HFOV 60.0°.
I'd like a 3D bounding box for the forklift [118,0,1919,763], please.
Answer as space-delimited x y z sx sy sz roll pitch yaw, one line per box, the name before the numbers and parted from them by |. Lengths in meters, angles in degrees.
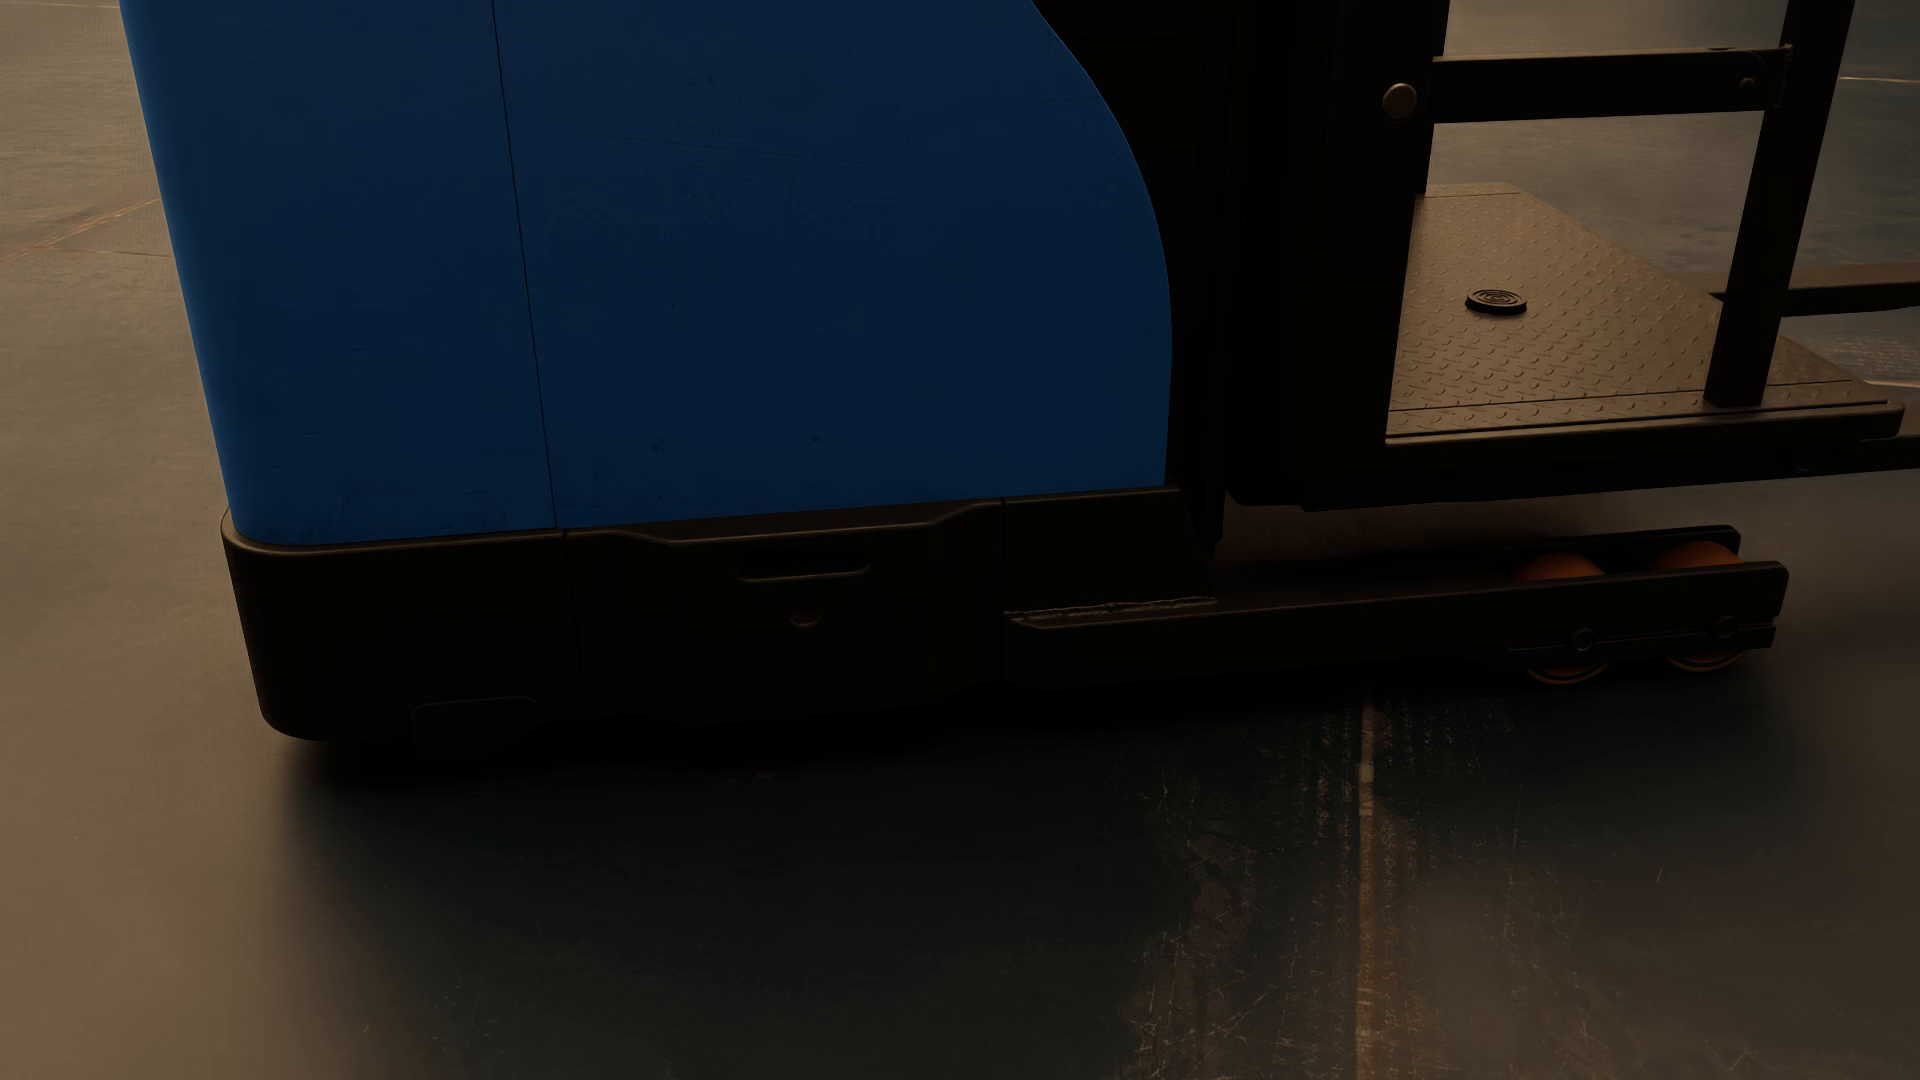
forklift | 0.600 -1.354 1.930 3.031 2.935 1.130 -4 27 -9
